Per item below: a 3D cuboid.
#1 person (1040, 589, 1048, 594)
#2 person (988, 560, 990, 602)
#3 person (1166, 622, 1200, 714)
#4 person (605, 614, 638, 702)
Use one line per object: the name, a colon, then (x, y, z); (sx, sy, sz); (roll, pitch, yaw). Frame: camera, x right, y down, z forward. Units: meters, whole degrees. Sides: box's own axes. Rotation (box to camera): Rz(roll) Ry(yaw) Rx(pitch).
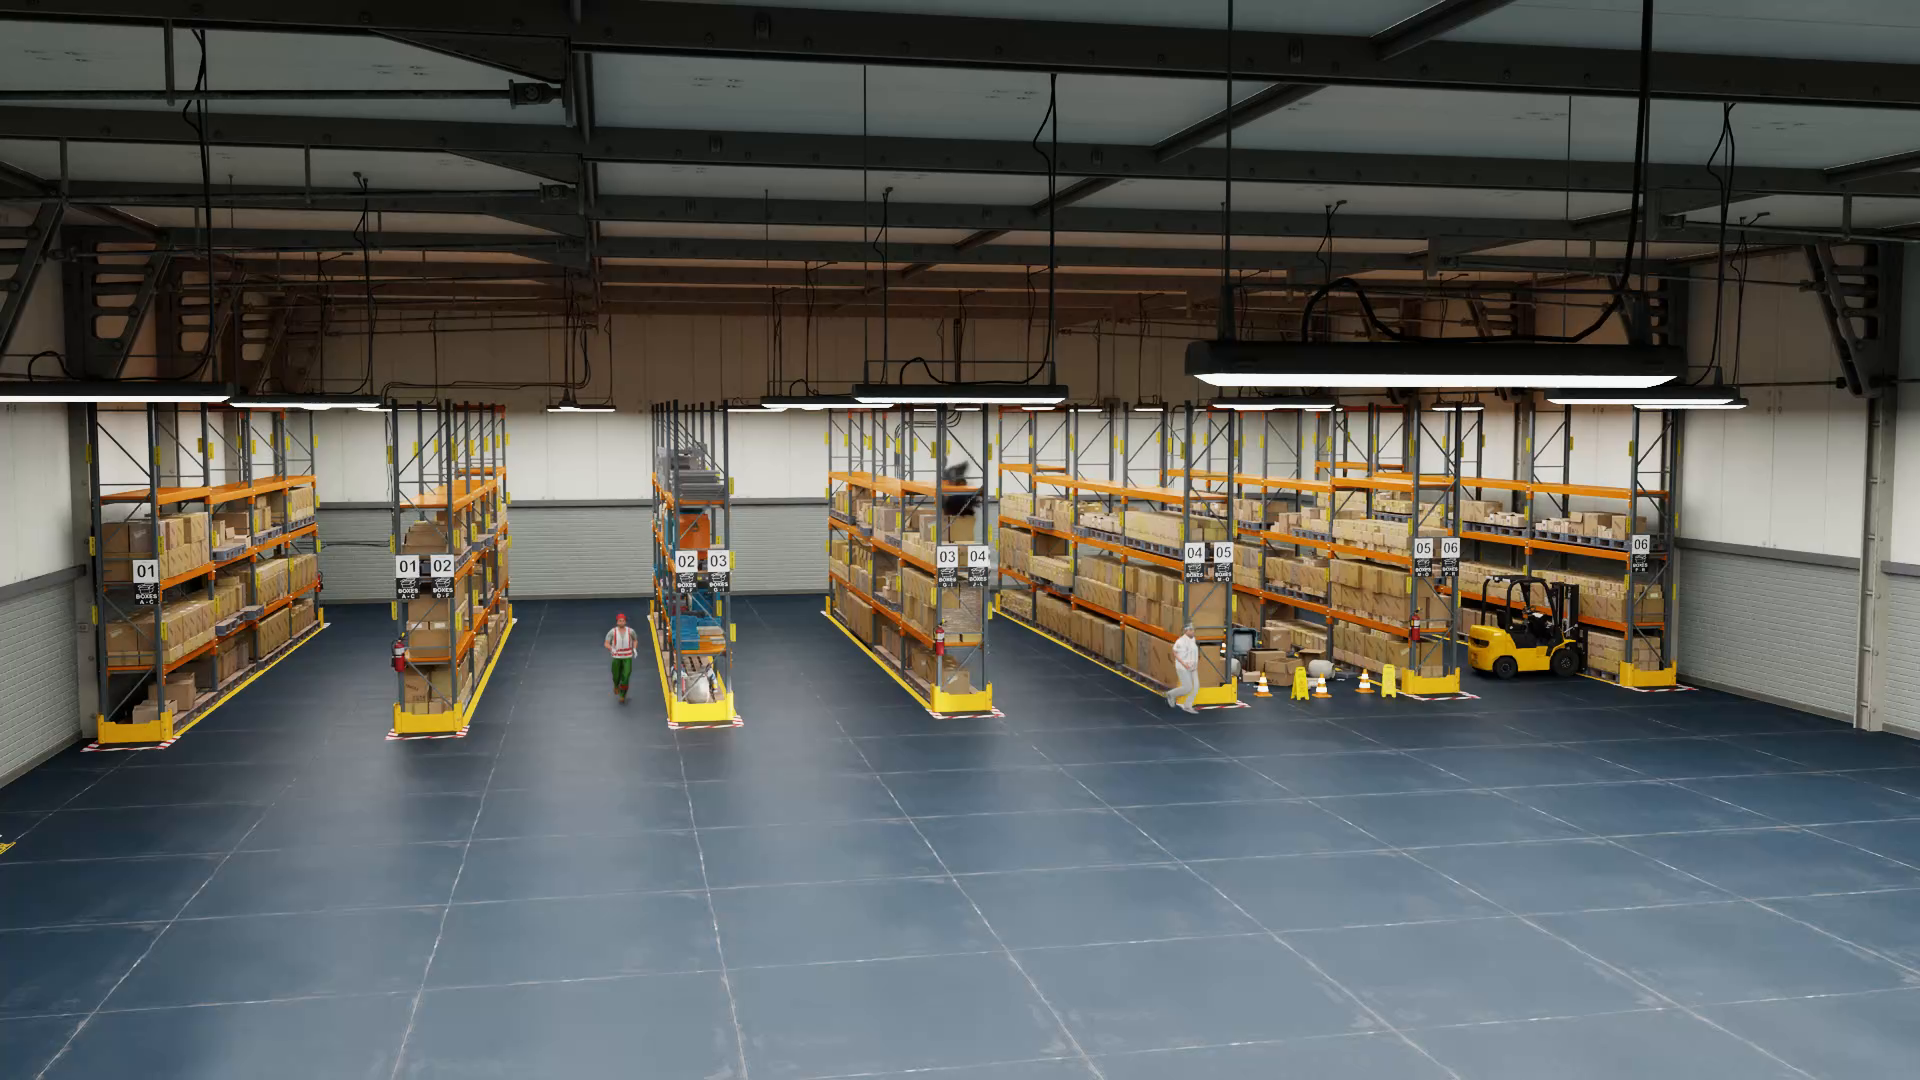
person: (2.357, 1.150, 49.779); (0.733, 1.696, 0.635); (4, 6, 44)
person: (0.609, 1.144, 49.266); (0.706, 1.792, 0.735); (-3, 5, -34)
person: (4.305, 2.452, 32.027); (0.650, 1.776, 0.678); (3, 5, 34)
person: (-6.761, 2.343, 33.247); (0.653, 1.750, 0.720); (-1, 4, -17)
